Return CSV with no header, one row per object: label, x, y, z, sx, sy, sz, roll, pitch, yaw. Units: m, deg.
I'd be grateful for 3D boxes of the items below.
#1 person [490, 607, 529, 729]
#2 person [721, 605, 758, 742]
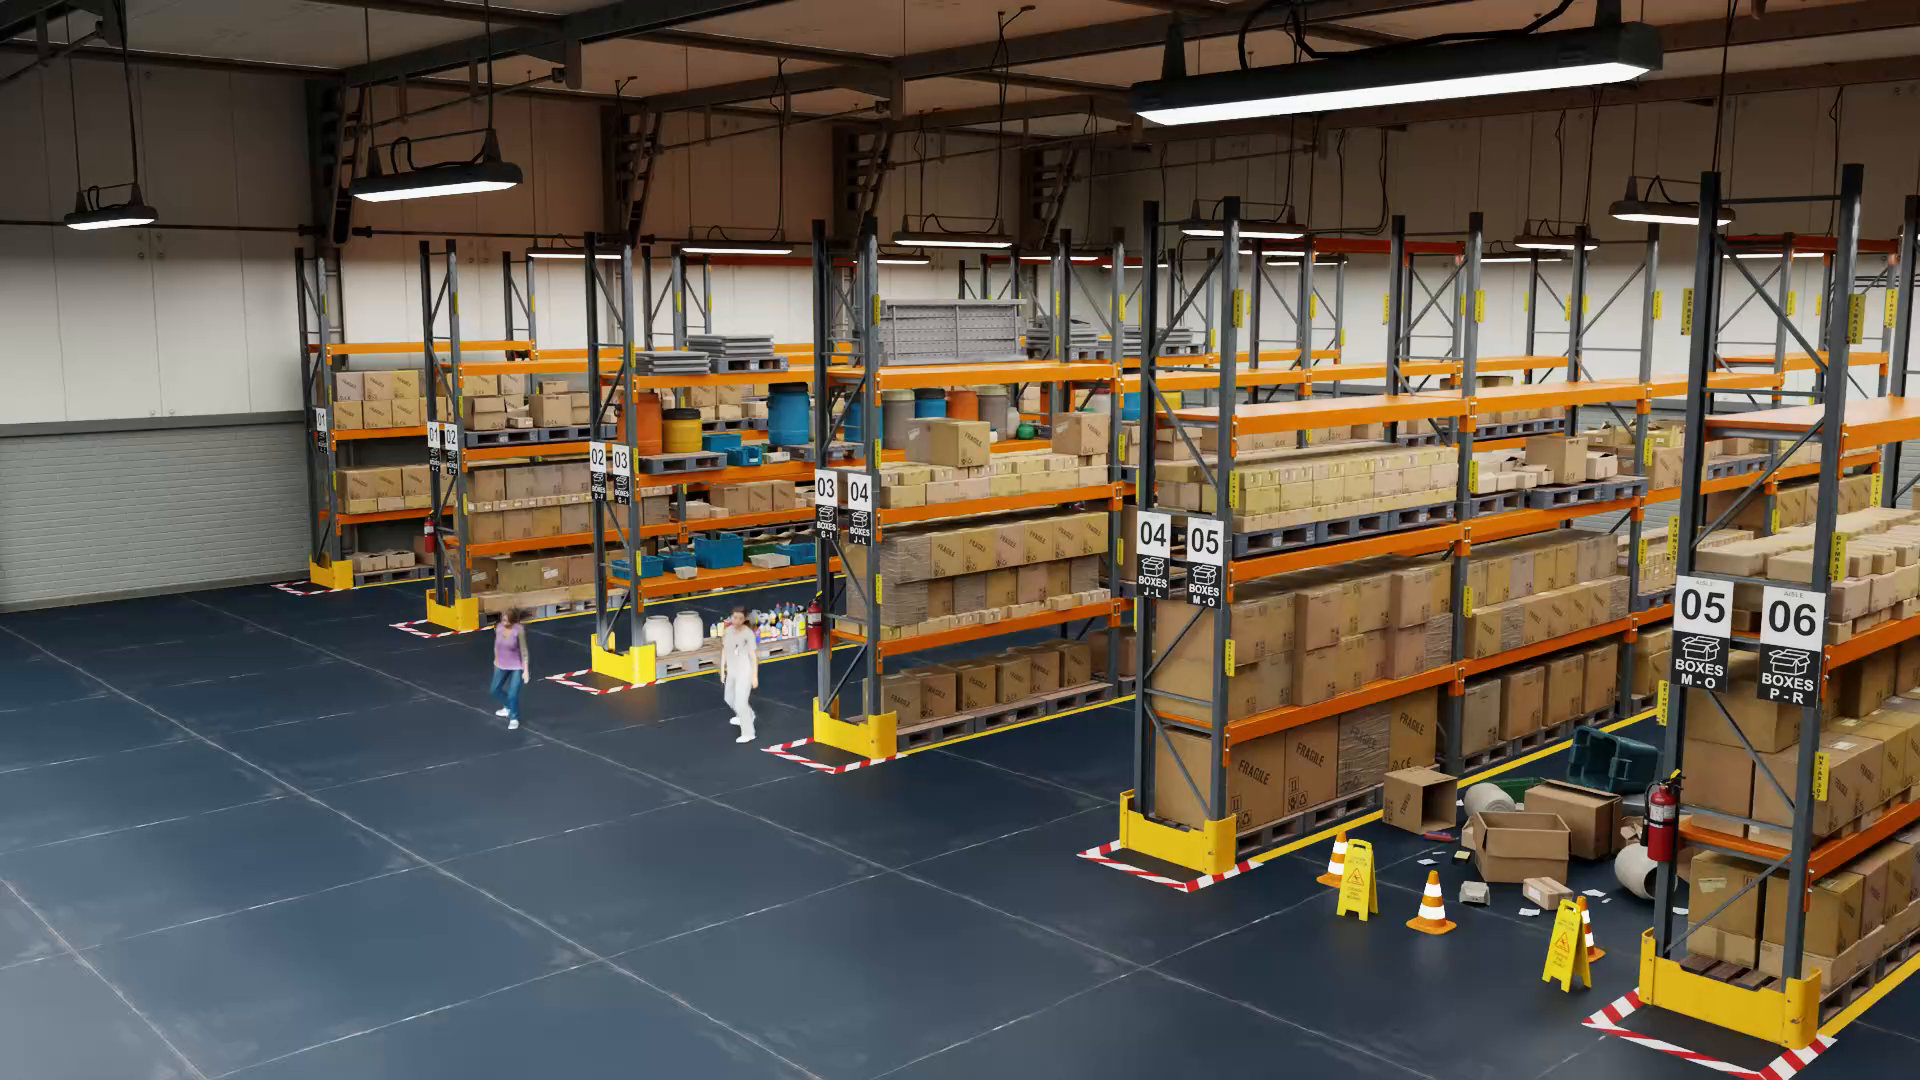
person,-5.365,1.517,19.884,0.684,1.500,0.609,3,9,17
person,-2.576,1.513,19.538,0.696,1.605,0.684,6,10,36
